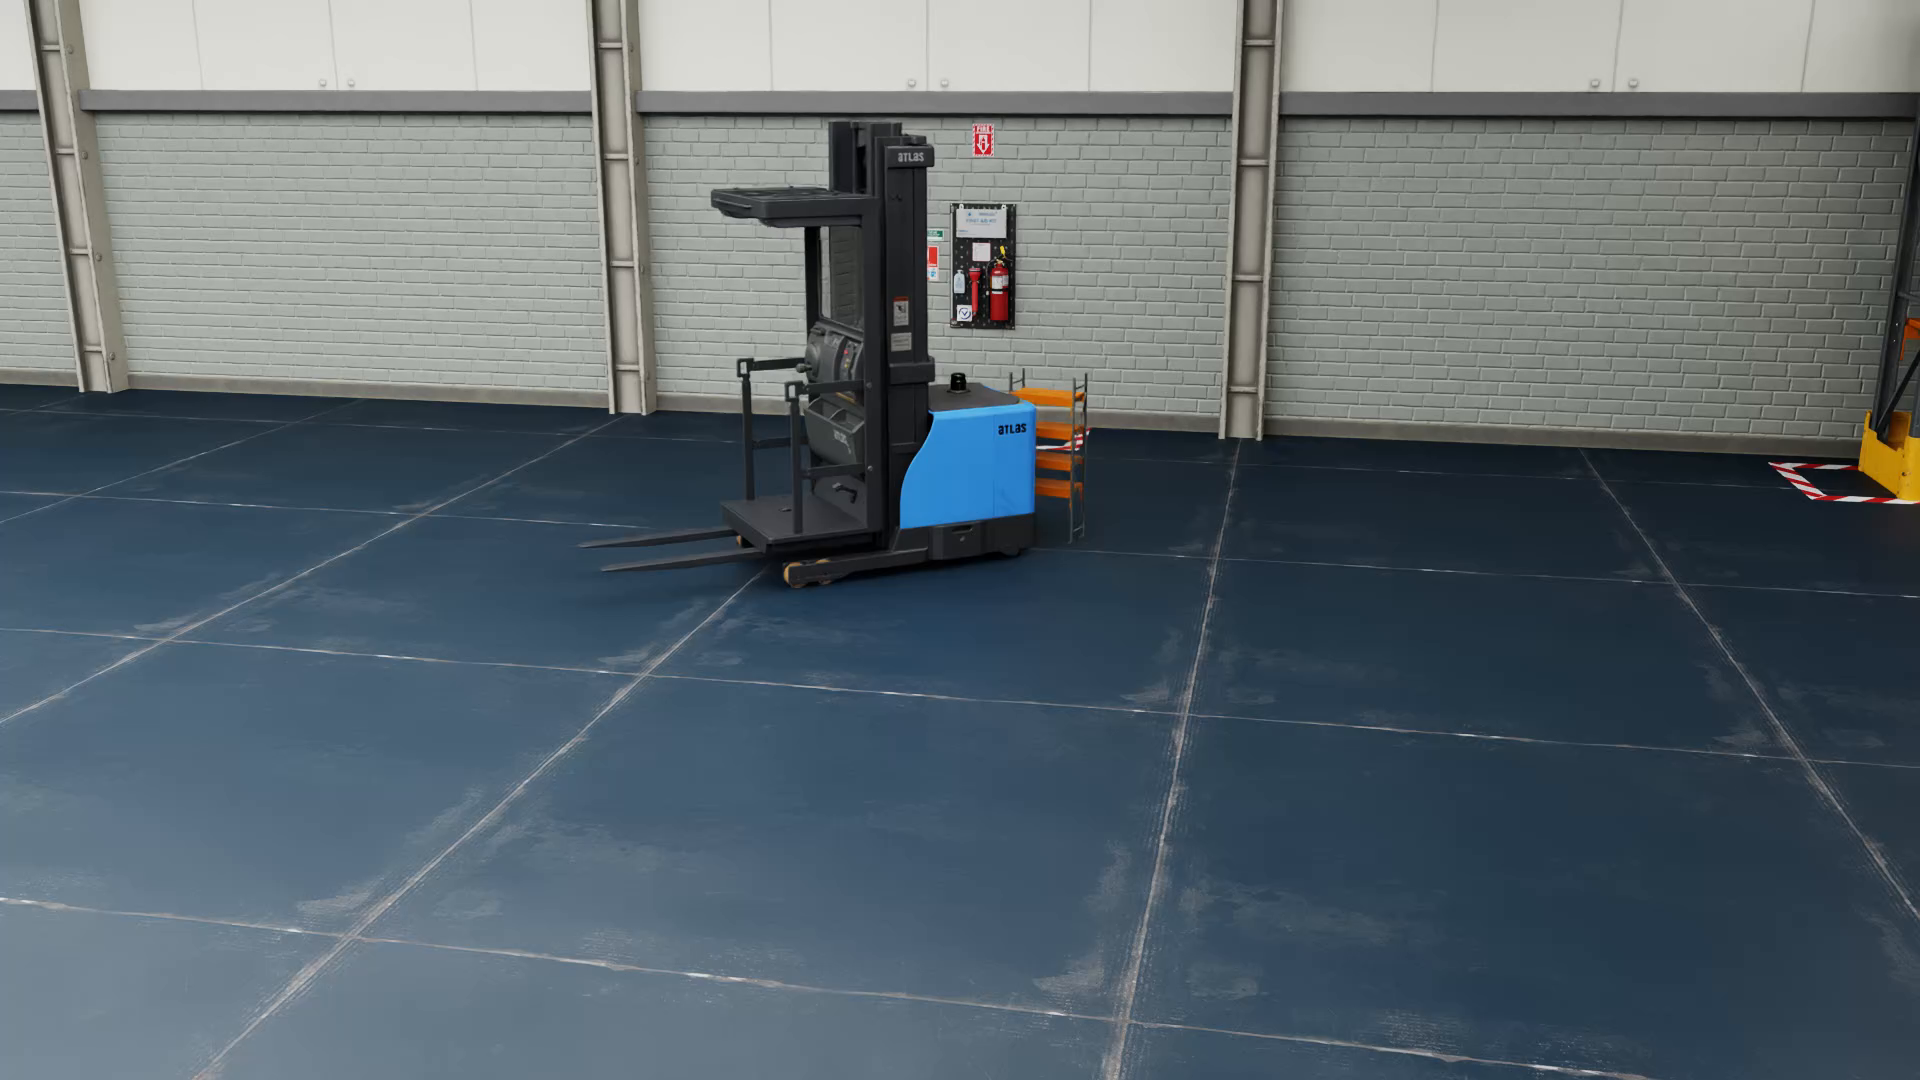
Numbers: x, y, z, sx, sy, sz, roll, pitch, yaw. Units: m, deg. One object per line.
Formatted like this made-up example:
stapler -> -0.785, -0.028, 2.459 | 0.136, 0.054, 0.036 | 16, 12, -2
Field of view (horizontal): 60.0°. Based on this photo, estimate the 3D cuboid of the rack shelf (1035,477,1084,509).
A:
rack shelf -> 0.627, -0.351, 12.006 | 0.480, 0.148, 0.258 | 8, 17, 26

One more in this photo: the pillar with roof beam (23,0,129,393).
pillar with roof beam -> -10.000, -4.816, 12.520 | 0.400, 9.000, 9.100 | 3, 16, 11

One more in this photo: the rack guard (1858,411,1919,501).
rack guard -> 7.713, -0.696, 13.567 | 0.348, 0.500, 1.175 | 3, 16, 11

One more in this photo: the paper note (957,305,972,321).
paper note -> 0.043, -2.157, 15.810 | 0.142, 0.148, 0.016 | 3, 16, 11

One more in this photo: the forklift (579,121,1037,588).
forklift -> -1.022, -1.258, 11.044 | 3.031, 2.935, 1.130 | -7, 17, -24

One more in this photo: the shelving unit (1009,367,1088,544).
shelving unit -> 0.627, -0.607, 11.935 | 0.503, 1.200, 0.258 | 8, 17, 26

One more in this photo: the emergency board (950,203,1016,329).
emergency board -> 0.203, -2.554, 15.593 | 0.643, 1.169, 0.194 | 3, 16, 11

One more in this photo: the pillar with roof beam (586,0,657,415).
pillar with roof beam -> -4.121, -4.497, 11.368 | 0.400, 9.000, 9.100 | 3, 16, 11

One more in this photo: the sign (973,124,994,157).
sign -> 0.215, -3.698, 15.379 | 0.199, 0.298, 0.001 | 3, 16, 11

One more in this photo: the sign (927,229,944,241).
sign -> -0.316, -2.880, 15.712 | 0.331, 0.109, 0.001 | 3, 16, 11

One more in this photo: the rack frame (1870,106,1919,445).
rack frame -> 7.638, -1.904, 13.247 | 0.127, 3.000, 1.000 | 3, 16, 11

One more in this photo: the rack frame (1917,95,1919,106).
rack frame -> 7.638, -4.795, 12.447 | 0.127, 3.000, 1.000 | 3, 16, 11

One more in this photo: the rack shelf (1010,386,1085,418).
rack shelf -> 0.627, -0.985, 11.830 | 0.480, 0.148, 0.258 | 8, 17, 26

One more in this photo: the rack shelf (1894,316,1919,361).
rack shelf -> 9.598, -1.451, 12.959 | 4.000, 0.370, 1.077 | 3, 16, 11

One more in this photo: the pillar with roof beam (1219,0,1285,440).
pillar with roof beam -> 1.759, -4.177, 10.216 | 0.400, 9.000, 9.100 | 3, 16, 11

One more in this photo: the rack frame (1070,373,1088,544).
rack frame -> 0.845, -0.577, 11.829 | 0.015, 1.200, 0.240 | 8, 17, 26

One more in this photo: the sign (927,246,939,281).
sign -> -0.319, -2.628, 15.792 | 0.234, 0.329, 0.001 | 3, 16, 11

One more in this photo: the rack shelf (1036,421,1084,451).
rack shelf -> 0.627, -0.758, 11.893 | 0.480, 0.148, 0.258 | 8, 17, 26

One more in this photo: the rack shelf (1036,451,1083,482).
rack shelf -> 0.627, -0.542, 11.953 | 0.480, 0.148, 0.258 | 8, 17, 26

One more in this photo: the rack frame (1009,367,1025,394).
rack frame -> 0.409, -0.636, 12.041 | 0.015, 1.200, 0.240 | 8, 17, 26
